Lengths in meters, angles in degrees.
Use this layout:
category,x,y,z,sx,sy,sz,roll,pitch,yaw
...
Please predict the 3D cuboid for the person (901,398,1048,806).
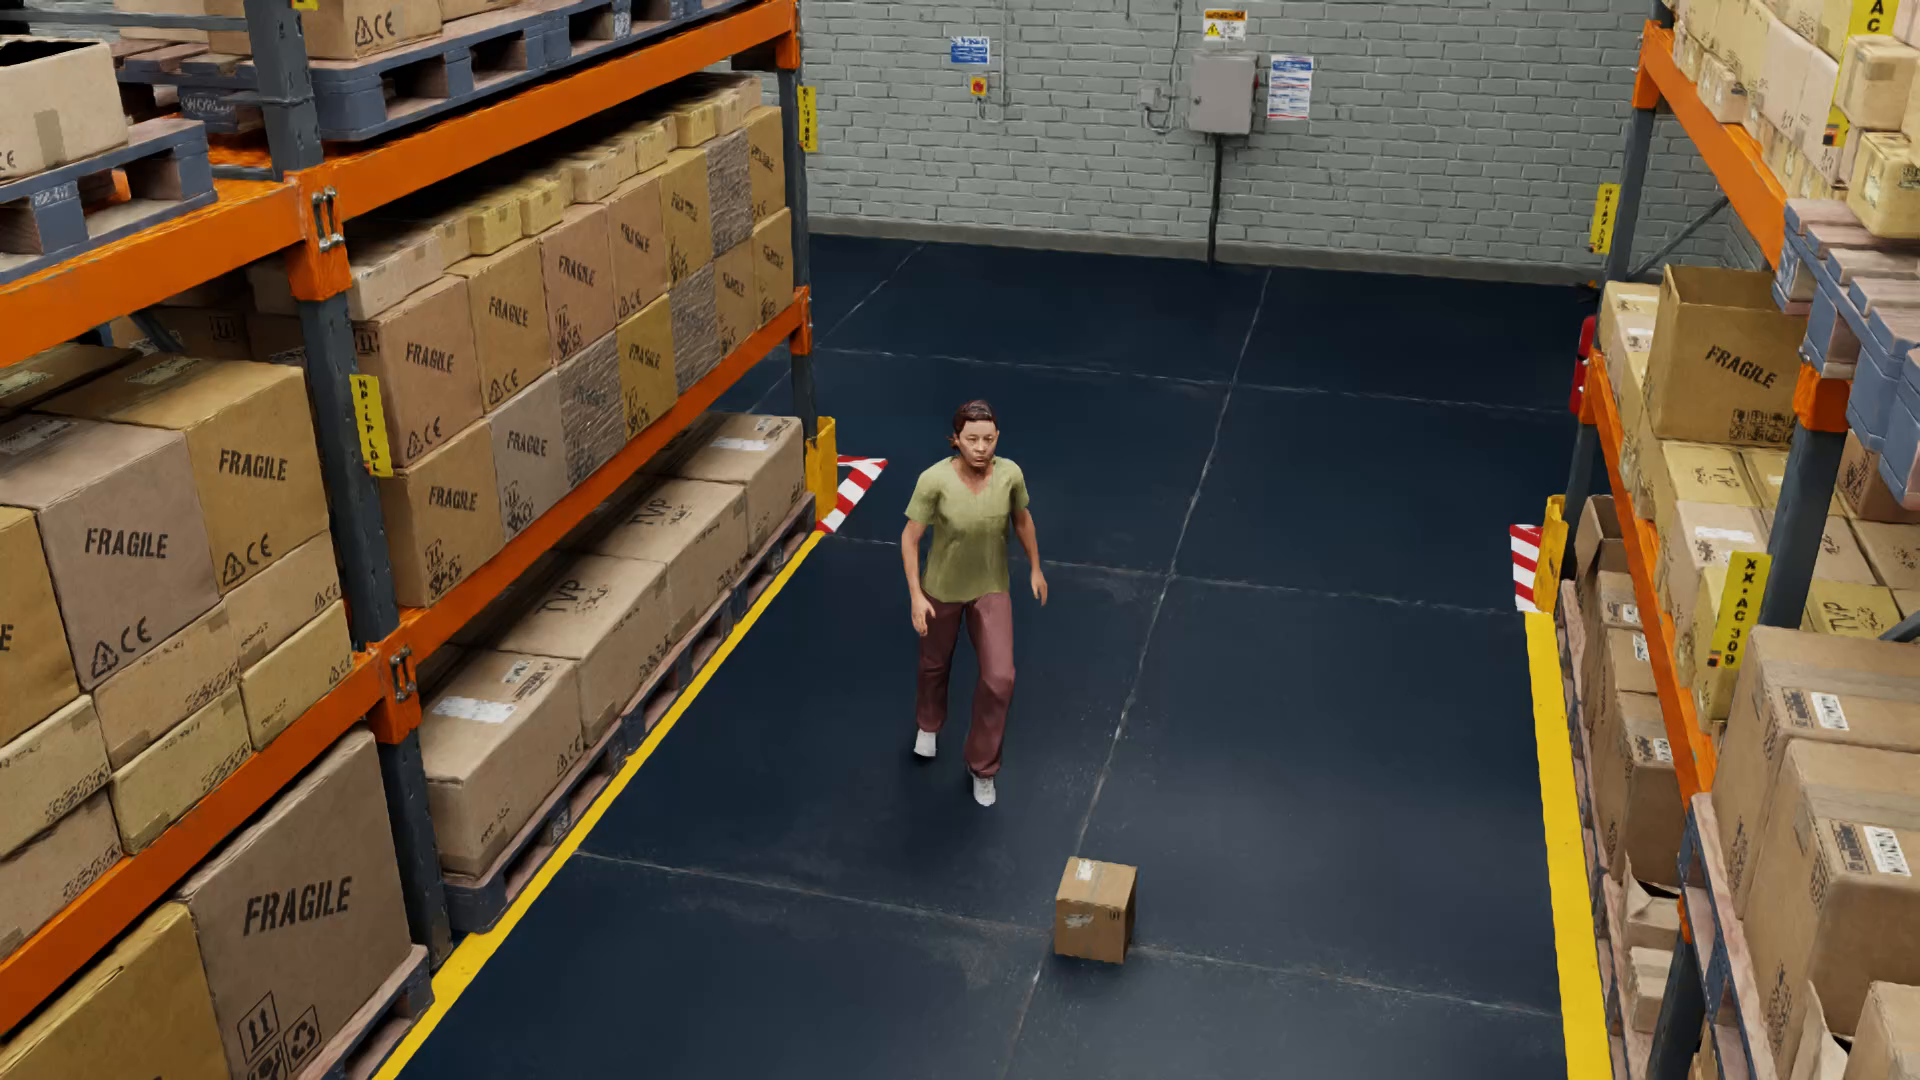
category,x,y,z,sx,sy,sz,roll,pitch,yaw
person,0.066,0.230,6.705,0.618,1.710,0.649,-5,26,-10
